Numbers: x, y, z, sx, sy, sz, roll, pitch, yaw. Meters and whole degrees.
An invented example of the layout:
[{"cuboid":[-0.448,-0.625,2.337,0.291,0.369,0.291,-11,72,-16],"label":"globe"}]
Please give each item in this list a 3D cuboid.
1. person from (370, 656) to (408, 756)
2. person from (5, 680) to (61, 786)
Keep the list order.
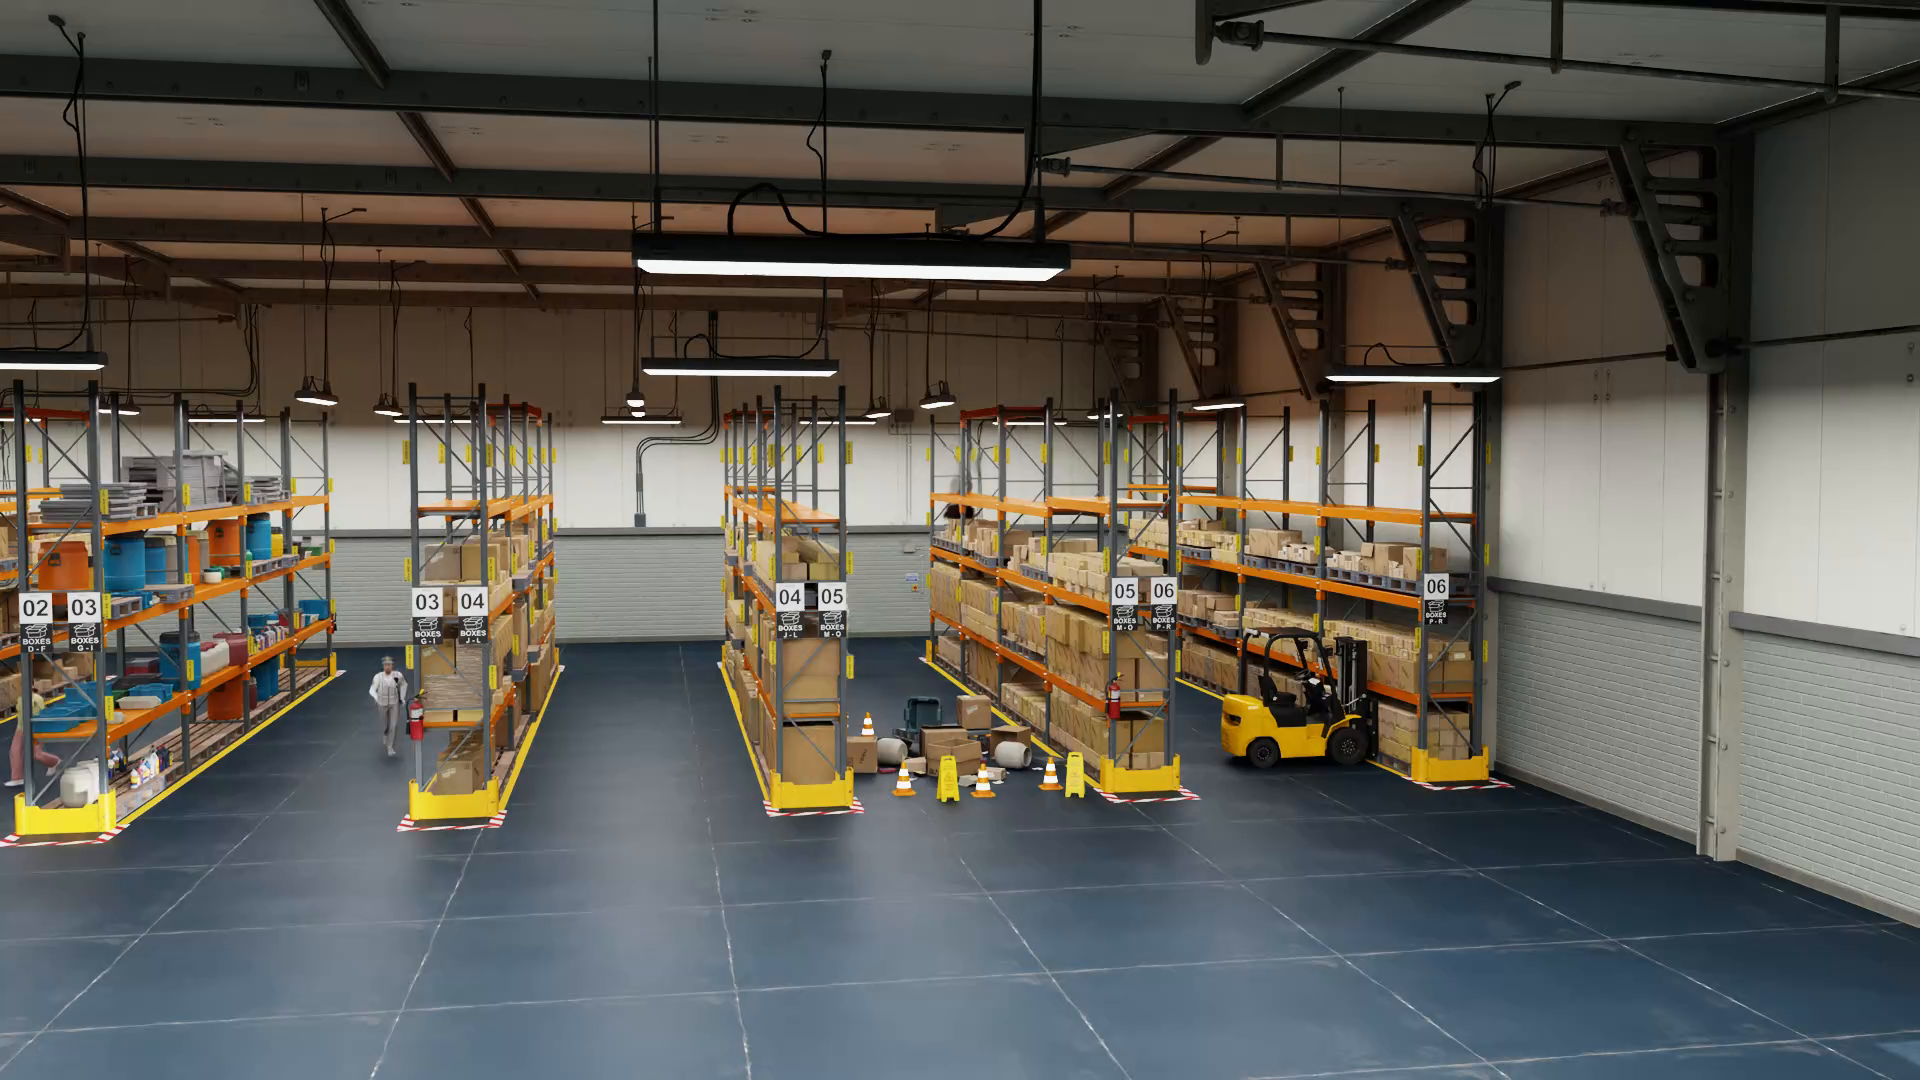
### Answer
[{"cuboid":[-9.591,2.756,27.933,0.610,1.655,0.873,-1,3,-19],"label":"person"},{"cuboid":[-14.128,2.886,25.317,0.533,1.632,0.848,1,3,12],"label":"person"}]
